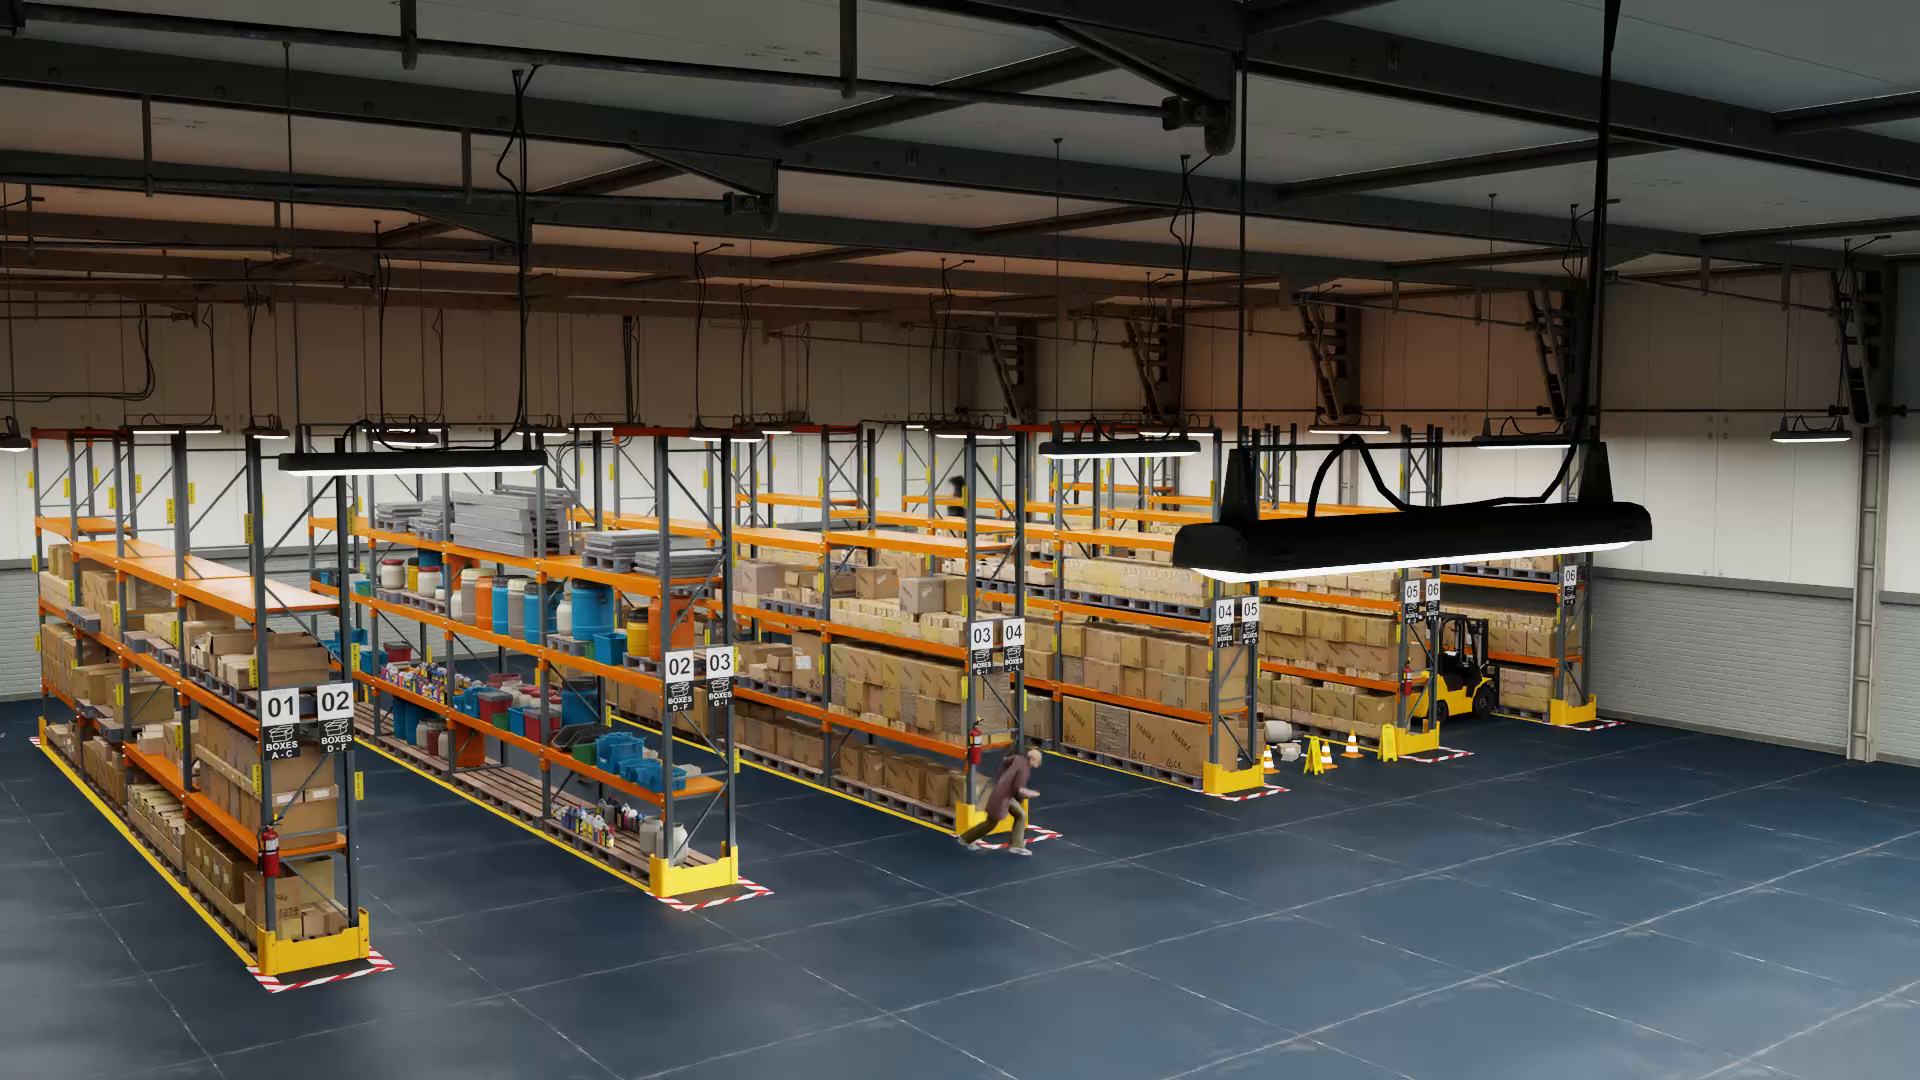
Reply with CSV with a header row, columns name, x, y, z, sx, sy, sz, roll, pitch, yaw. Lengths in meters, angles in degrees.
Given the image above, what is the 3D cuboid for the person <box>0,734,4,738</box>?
name,x,y,z,sx,sy,sz,roll,pitch,yaw
person,-18.794,3.005,31.753,0.873,1.633,0.613,-3,5,-31

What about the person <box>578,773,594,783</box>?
name,x,y,z,sx,sy,sz,roll,pitch,yaw
person,-6.302,3.344,28.228,0.681,1.594,0.545,2,5,24

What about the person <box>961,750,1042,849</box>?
name,x,y,z,sx,sy,sz,roll,pitch,yaw
person,0.580,3.674,23.542,1.149,1.441,0.708,0,4,0
